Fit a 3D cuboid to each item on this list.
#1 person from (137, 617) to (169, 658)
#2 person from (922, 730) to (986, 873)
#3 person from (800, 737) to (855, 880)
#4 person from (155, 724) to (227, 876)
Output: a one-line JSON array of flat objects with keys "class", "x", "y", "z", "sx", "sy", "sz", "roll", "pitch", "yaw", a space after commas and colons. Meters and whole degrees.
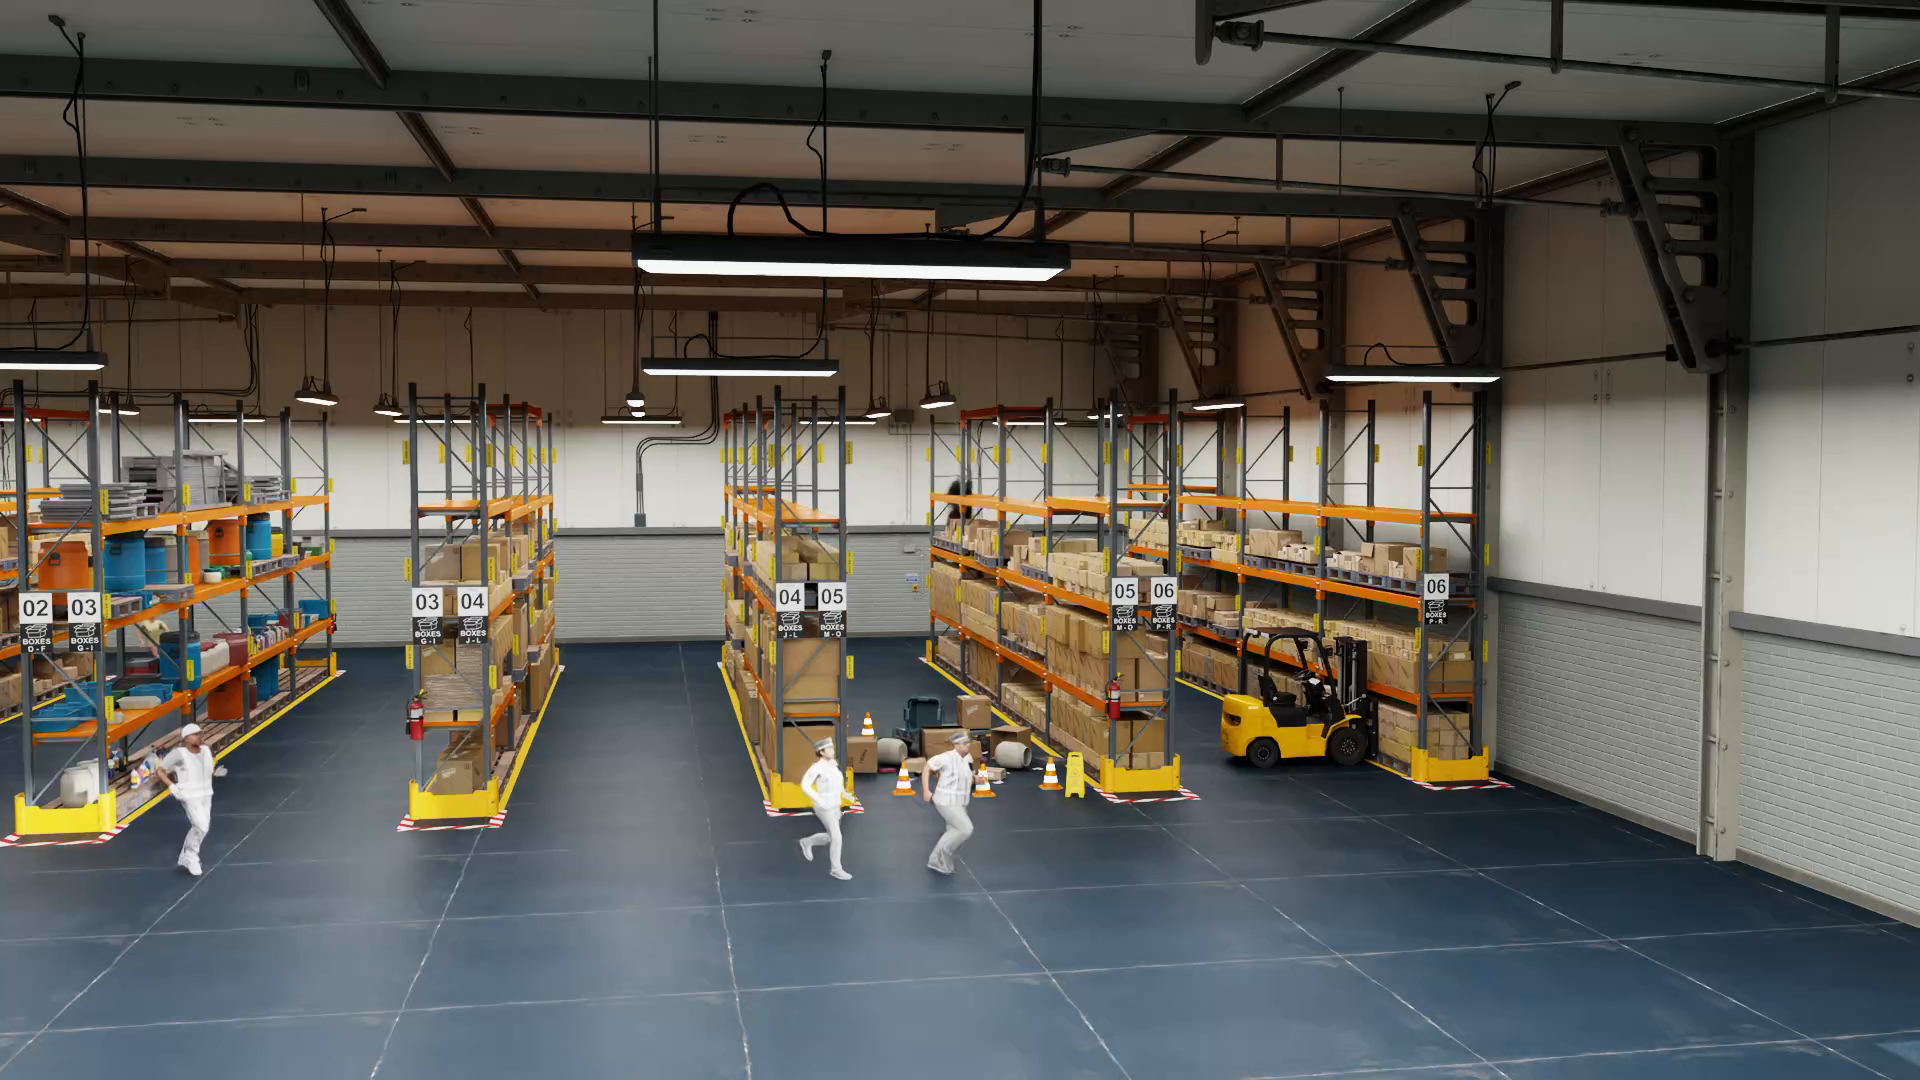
[{"class": "person", "x": -17.773, "y": 2.325, "z": 36.664, "sx": 0.635, "sy": 1.616, "sz": 0.886, "roll": -2, "pitch": 4, "yaw": -35}, {"class": "person", "x": -0.054, "y": 3.115, "z": 19.756, "sx": 0.784, "sy": 1.730, "sz": 0.701, "roll": 2, "pitch": 3, "yaw": 34}, {"class": "person", "x": -1.626, "y": 3.177, "z": 19.798, "sx": 0.761, "sy": 1.684, "sz": 0.618, "roll": 2, "pitch": 3, "yaw": 28}, {"class": "person", "x": -9.144, "y": 3.107, "z": 19.934, "sx": 0.684, "sy": 1.809, "sz": 0.659, "roll": 1, "pitch": 3, "yaw": 20}]
